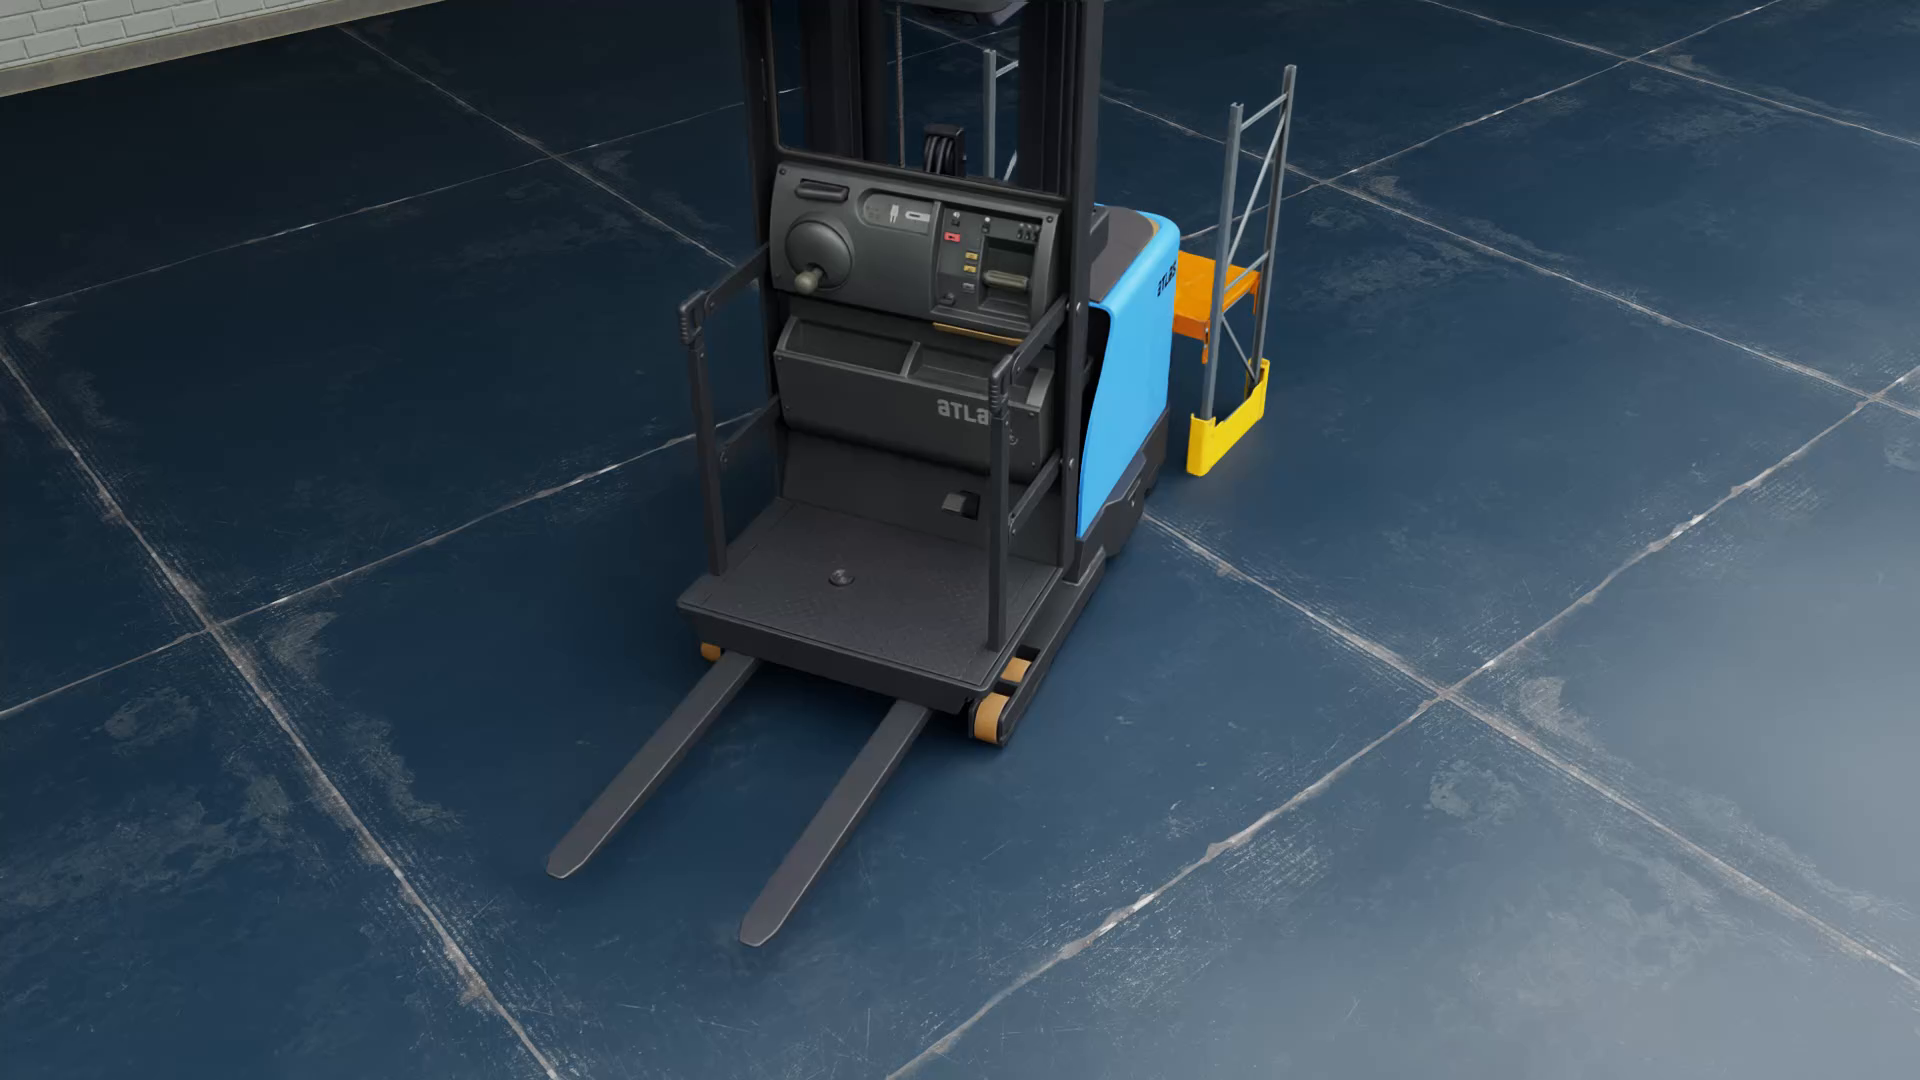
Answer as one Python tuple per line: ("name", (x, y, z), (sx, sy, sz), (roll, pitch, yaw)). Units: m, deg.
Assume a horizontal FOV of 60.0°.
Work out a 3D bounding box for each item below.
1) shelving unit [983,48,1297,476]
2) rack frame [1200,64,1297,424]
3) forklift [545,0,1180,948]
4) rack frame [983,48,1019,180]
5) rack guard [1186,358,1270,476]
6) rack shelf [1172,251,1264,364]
("shelving unit", (0.673, -1.175, 6.612), (1.083, 1.500, 0.587), (21, 40, 27))
("rack frame", (1.091, -1.017, 6.388), (0.032, 1.500, 0.500), (21, 40, 27))
("forklift", (-0.235, -0.825, 4.879), (1.130, 2.935, 3.031), (14, 38, 19))
("rack frame", (0.240, -1.339, 6.843), (0.032, 1.500, 0.500), (21, 40, 27))
("rack guard", (1.090, -0.507, 6.750), (0.087, 0.250, 0.587), (21, 40, 27))
("rack shelf", (0.665, -1.031, 6.720), (1.000, 0.185, 0.538), (21, 40, 27))
